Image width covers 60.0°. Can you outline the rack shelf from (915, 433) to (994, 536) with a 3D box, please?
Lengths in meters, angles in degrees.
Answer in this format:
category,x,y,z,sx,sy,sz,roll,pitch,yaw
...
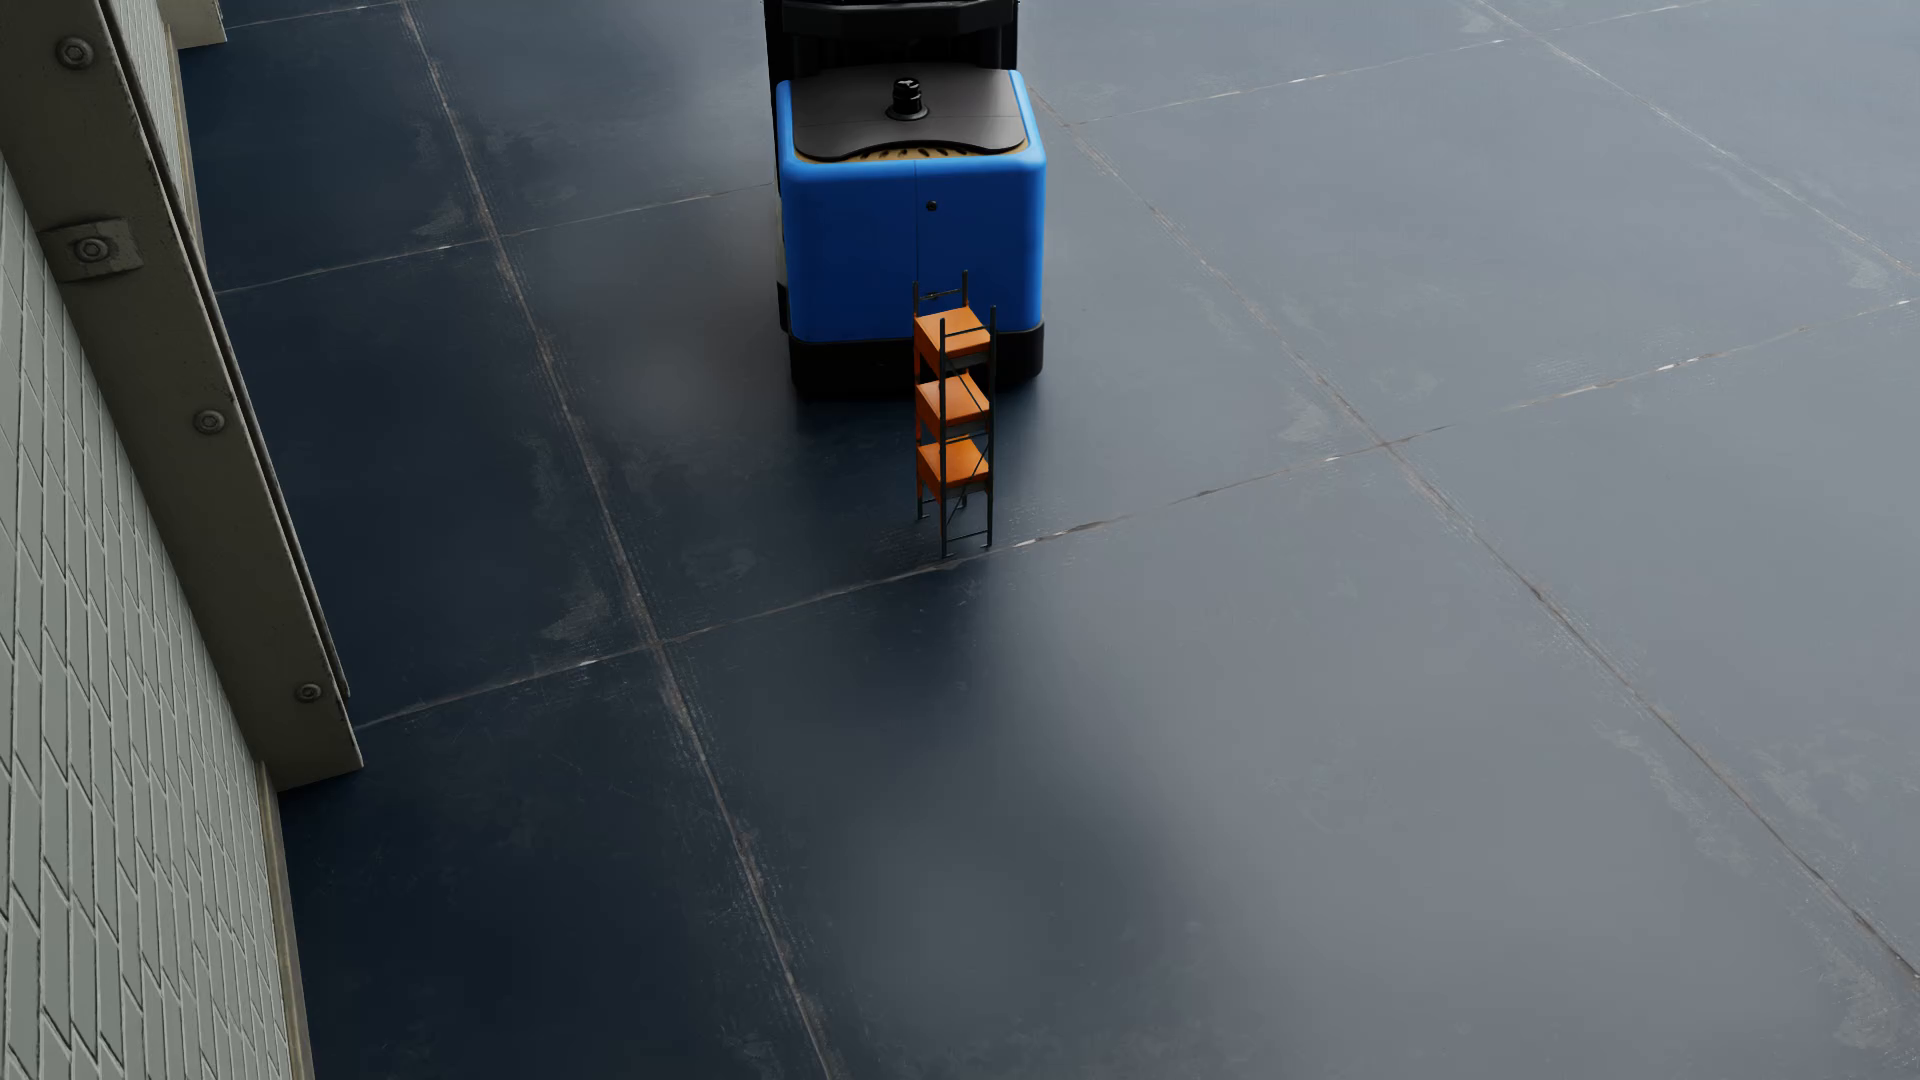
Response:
category,x,y,z,sx,sy,sz,roll,pitch,yaw
rack shelf,-0.020,-0.212,6.133,0.215,0.259,0.240,-15,43,-17

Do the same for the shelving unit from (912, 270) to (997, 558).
category,x,y,z,sx,sy,sz,roll,pitch,yaw
shelving unit,-0.020,-0.430,5.945,0.215,1.050,0.252,-15,43,-17

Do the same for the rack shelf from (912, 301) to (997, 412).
category,x,y,z,sx,sy,sz,roll,pitch,yaw
rack shelf,-0.020,-0.637,5.767,0.215,0.259,0.240,-15,43,-17

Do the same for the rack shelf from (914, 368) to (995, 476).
category,x,y,z,sx,sy,sz,roll,pitch,yaw
rack shelf,-0.020,-0.422,5.952,0.215,0.259,0.240,-15,43,-17

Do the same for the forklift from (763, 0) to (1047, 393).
category,x,y,z,sx,sy,sz,roll,pitch,yaw
forklift,-0.321,-2.671,7.108,1.130,2.935,3.031,-4,41,-5

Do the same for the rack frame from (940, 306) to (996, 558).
category,x,y,z,sx,sy,sz,roll,pitch,yaw
rack frame,0.026,-0.357,5.860,0.200,1.050,0.008,-15,43,-17

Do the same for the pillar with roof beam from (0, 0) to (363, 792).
category,x,y,z,sx,sy,sz,roll,pitch,yaw
pillar with roof beam,1.825,-3.829,3.800,9.100,9.000,0.400,-15,43,-17

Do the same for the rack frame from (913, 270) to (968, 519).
category,x,y,z,sx,sy,sz,roll,pitch,yaw
rack frame,-0.067,-0.504,6.031,0.200,1.050,0.008,-15,43,-17

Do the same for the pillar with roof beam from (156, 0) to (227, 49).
category,x,y,z,sx,sy,sz,roll,pitch,yaw
pillar with roof beam,-0.471,-7.443,8.004,9.100,9.000,0.400,-15,43,-17
